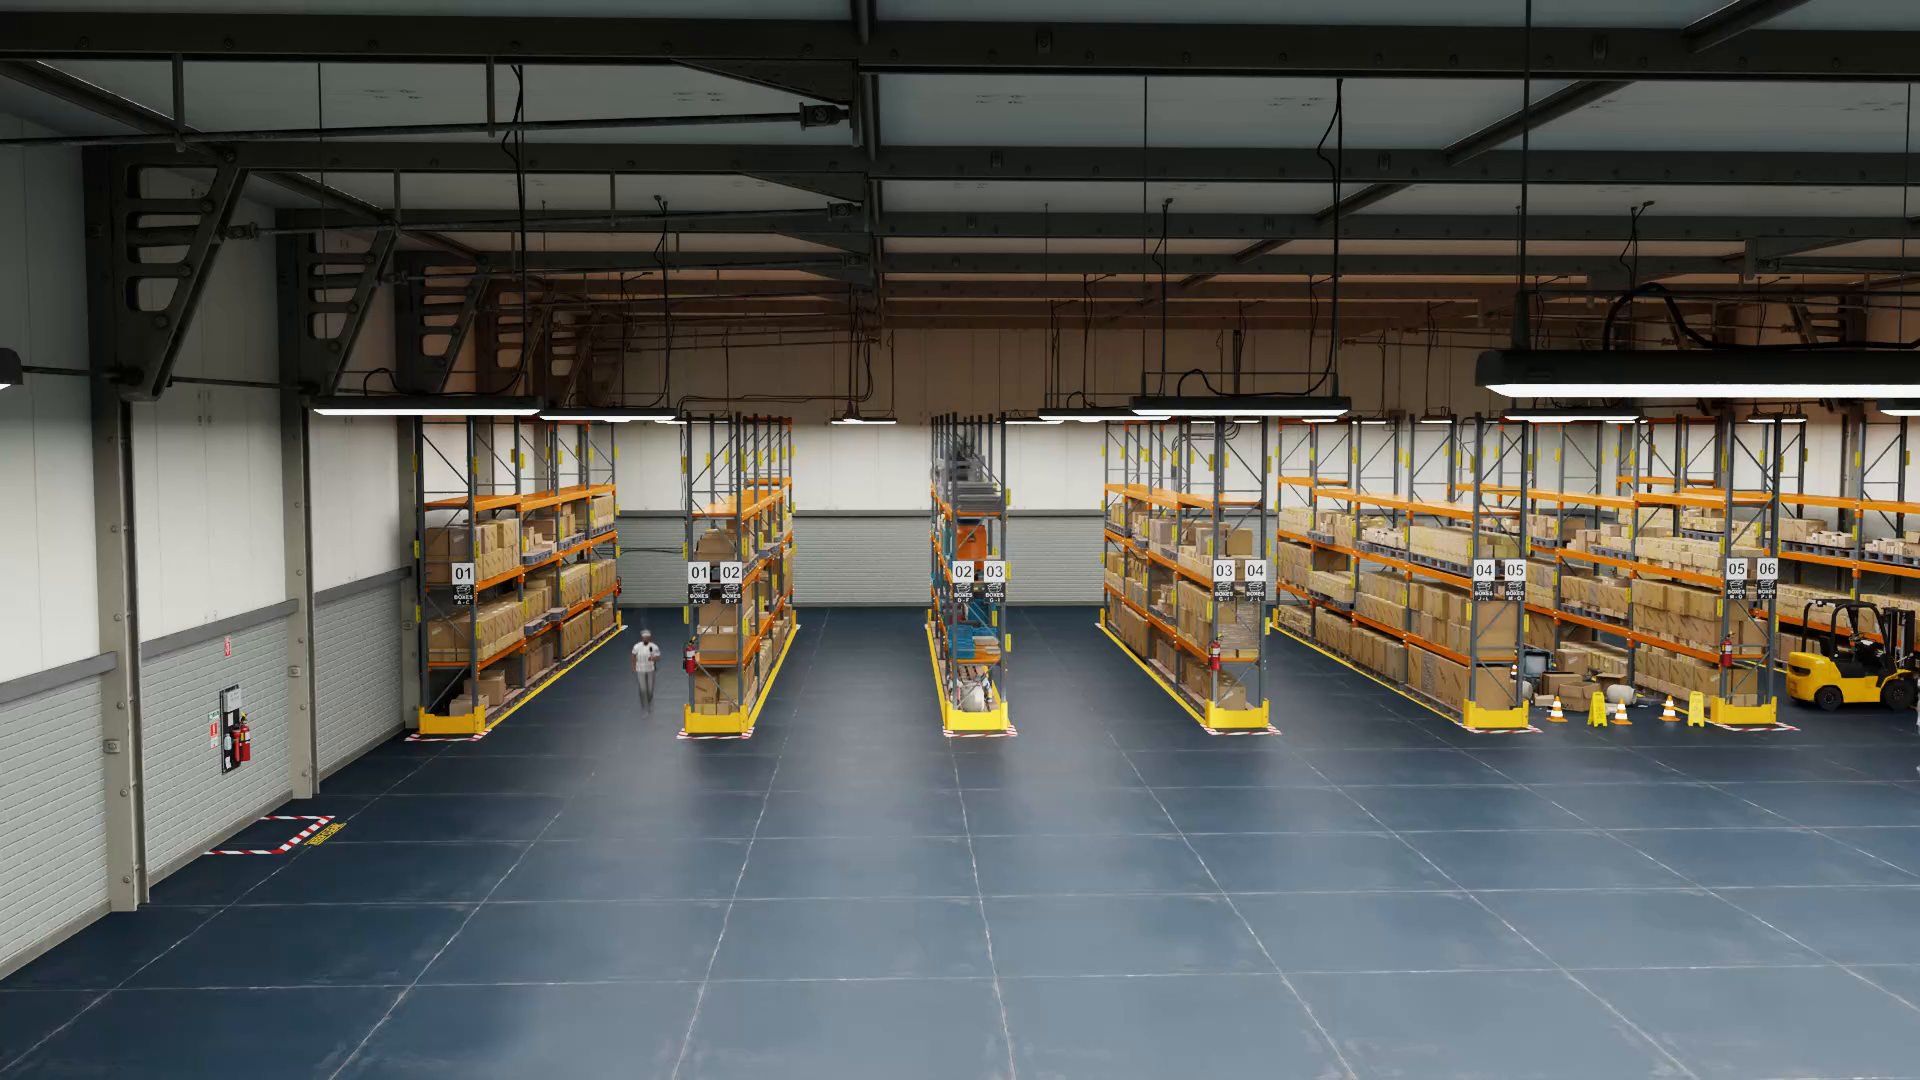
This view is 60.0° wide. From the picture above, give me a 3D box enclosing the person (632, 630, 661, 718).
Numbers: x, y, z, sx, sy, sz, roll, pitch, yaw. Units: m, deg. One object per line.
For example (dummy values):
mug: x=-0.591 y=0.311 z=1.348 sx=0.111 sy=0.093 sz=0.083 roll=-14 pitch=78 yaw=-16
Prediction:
person: x=-6.205 y=2.611 z=32.925 sx=0.567 sy=1.697 sz=0.915 roll=-1 pitch=4 yaw=-12
